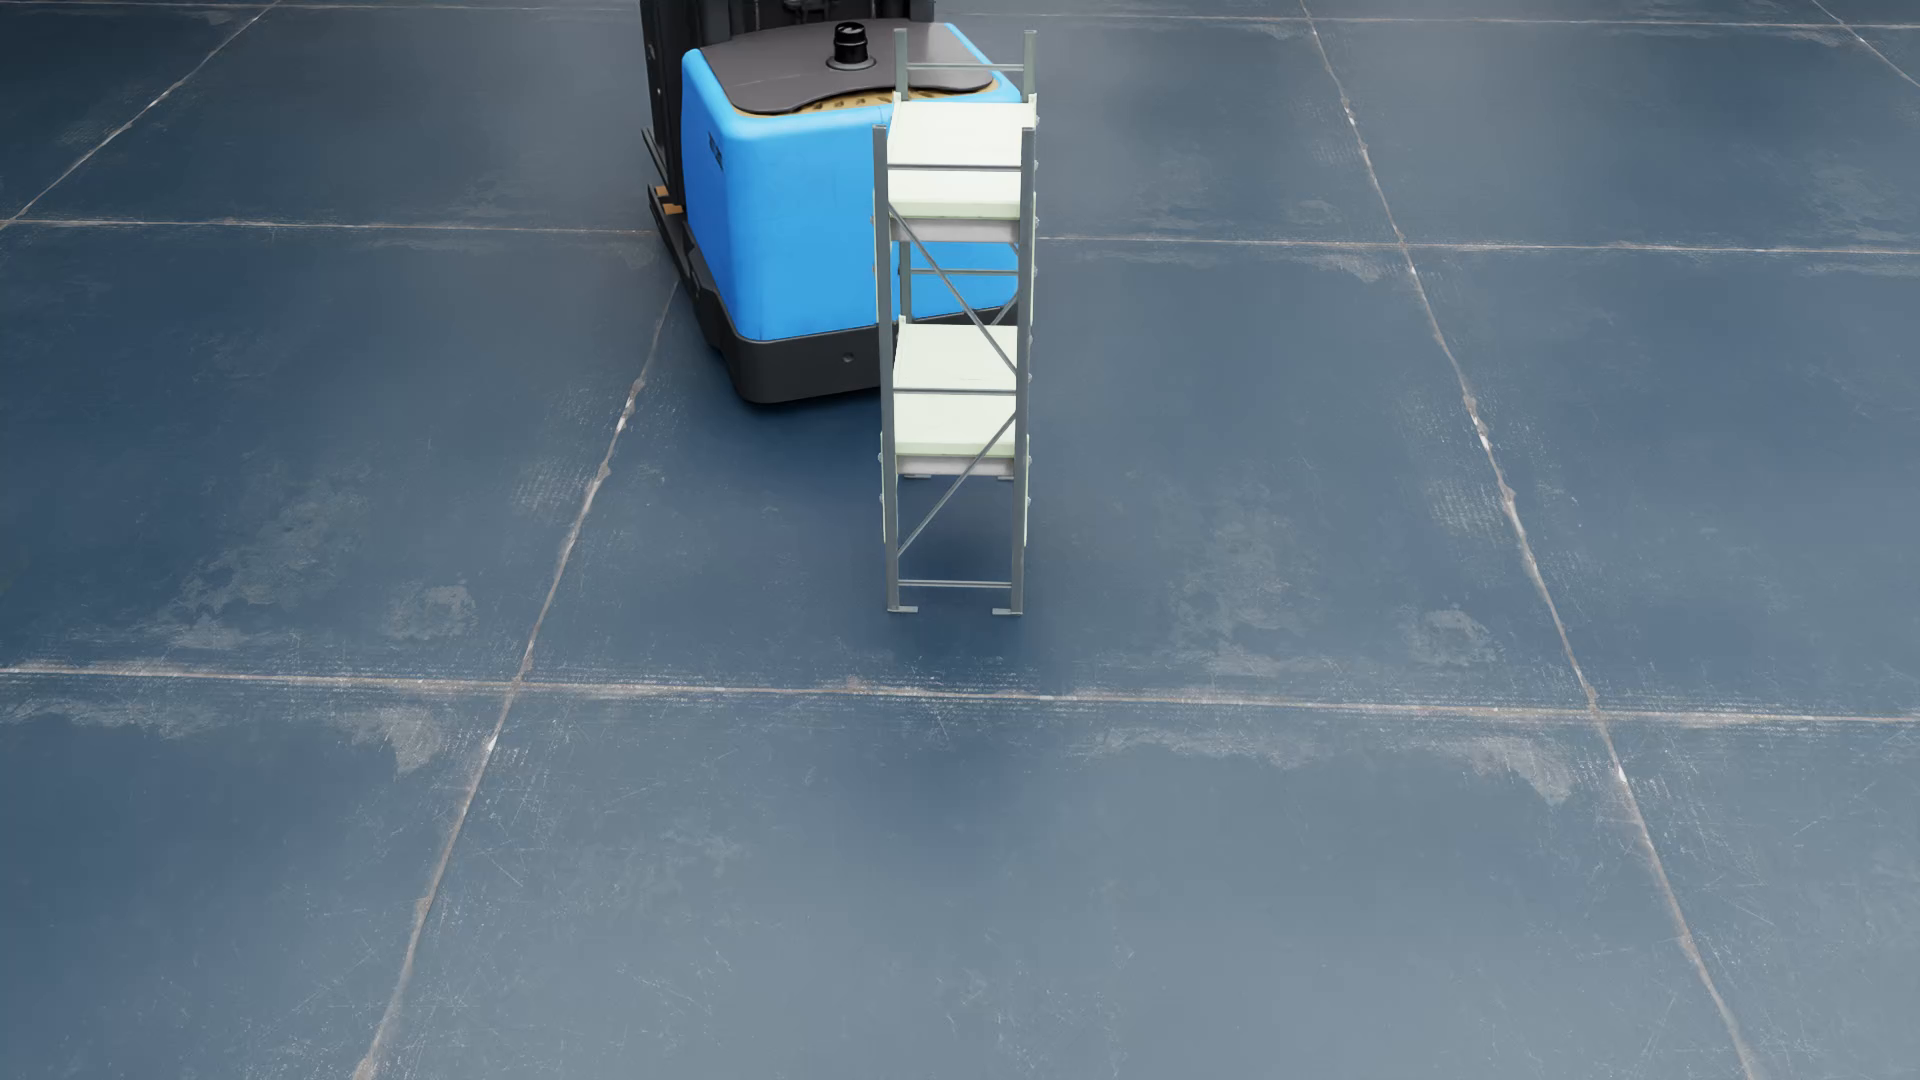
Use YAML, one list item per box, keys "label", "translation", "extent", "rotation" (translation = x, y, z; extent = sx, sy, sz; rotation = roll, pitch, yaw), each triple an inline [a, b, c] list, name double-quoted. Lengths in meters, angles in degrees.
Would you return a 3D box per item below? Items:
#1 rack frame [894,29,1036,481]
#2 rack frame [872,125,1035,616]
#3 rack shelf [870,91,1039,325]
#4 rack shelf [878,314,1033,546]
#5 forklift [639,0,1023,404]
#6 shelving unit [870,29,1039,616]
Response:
- label: "rack frame"
  translation: [0.014, -0.820, 5.113]
  extent: [0.400, 1.500, 0.023]
  rotation: [1, 35, 2]
- label: "rack frame"
  translation: [-0.015, -0.399, 4.514]
  extent: [0.400, 1.500, 0.023]
  rotation: [1, 35, 2]
- label: "rack shelf"
  translation: [0.000, -0.929, 4.589]
  extent: [0.431, 0.370, 0.720]
  rotation: [1, 35, 2]
- label: "rack shelf"
  translation: [0.000, -0.343, 5.001]
  extent: [0.431, 0.370, 0.720]
  rotation: [1, 35, 2]
- label: "forklift"
  translation: [-0.711, -2.521, 6.287]
  extent: [1.130, 2.935, 3.031]
  rotation: [-11, 36, -15]
- label: "shelving unit"
  translation: [0.000, -0.610, 4.813]
  extent: [0.431, 1.500, 0.755]
  rotation: [1, 35, 2]
